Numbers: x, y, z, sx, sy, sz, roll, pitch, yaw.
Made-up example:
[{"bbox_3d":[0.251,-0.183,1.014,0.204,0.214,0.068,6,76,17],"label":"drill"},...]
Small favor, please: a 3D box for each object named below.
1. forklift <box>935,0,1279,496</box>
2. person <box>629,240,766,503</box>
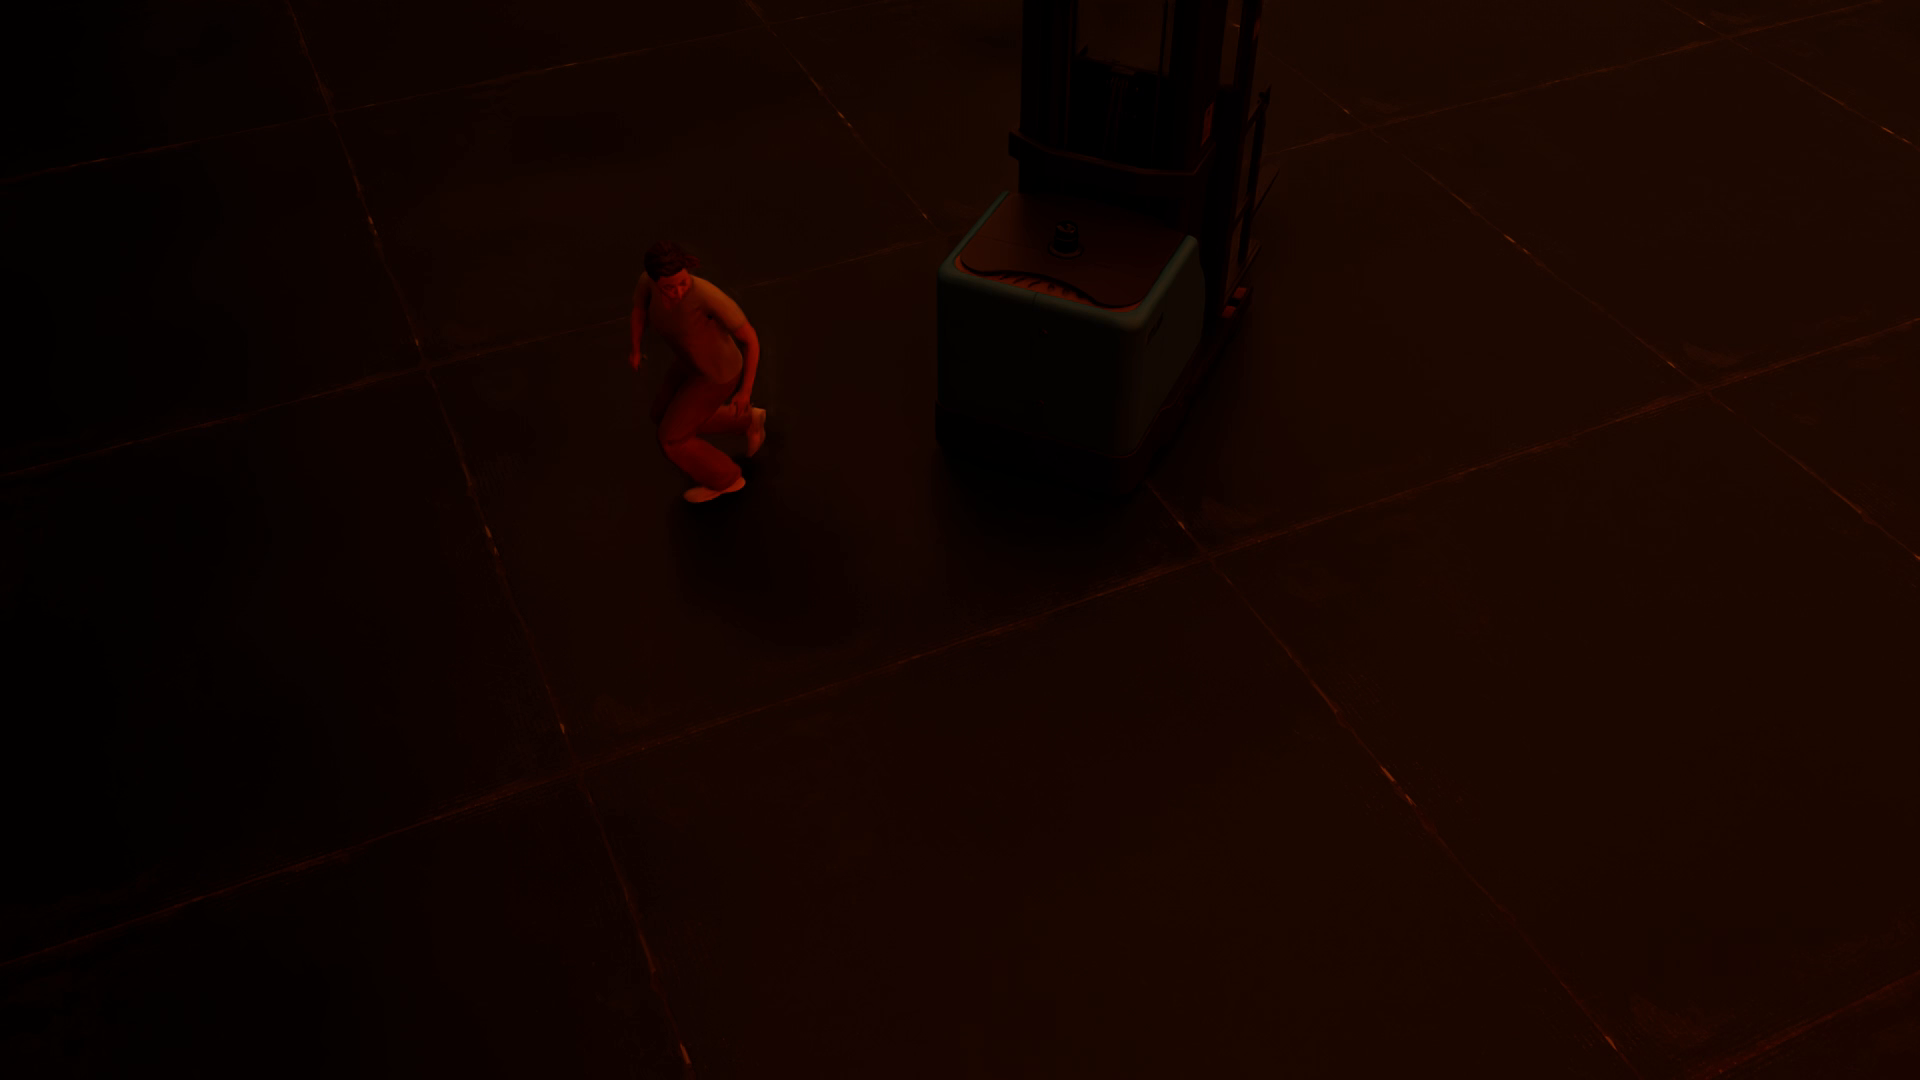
[{"bbox_3d":[0.954,-2.293,8.137,1.130,2.935,3.031,17,46,18],"label":"forklift"},{"bbox_3d":[-1.184,-0.821,7.651,0.631,1.472,0.740,-30,51,-28],"label":"person"}]
